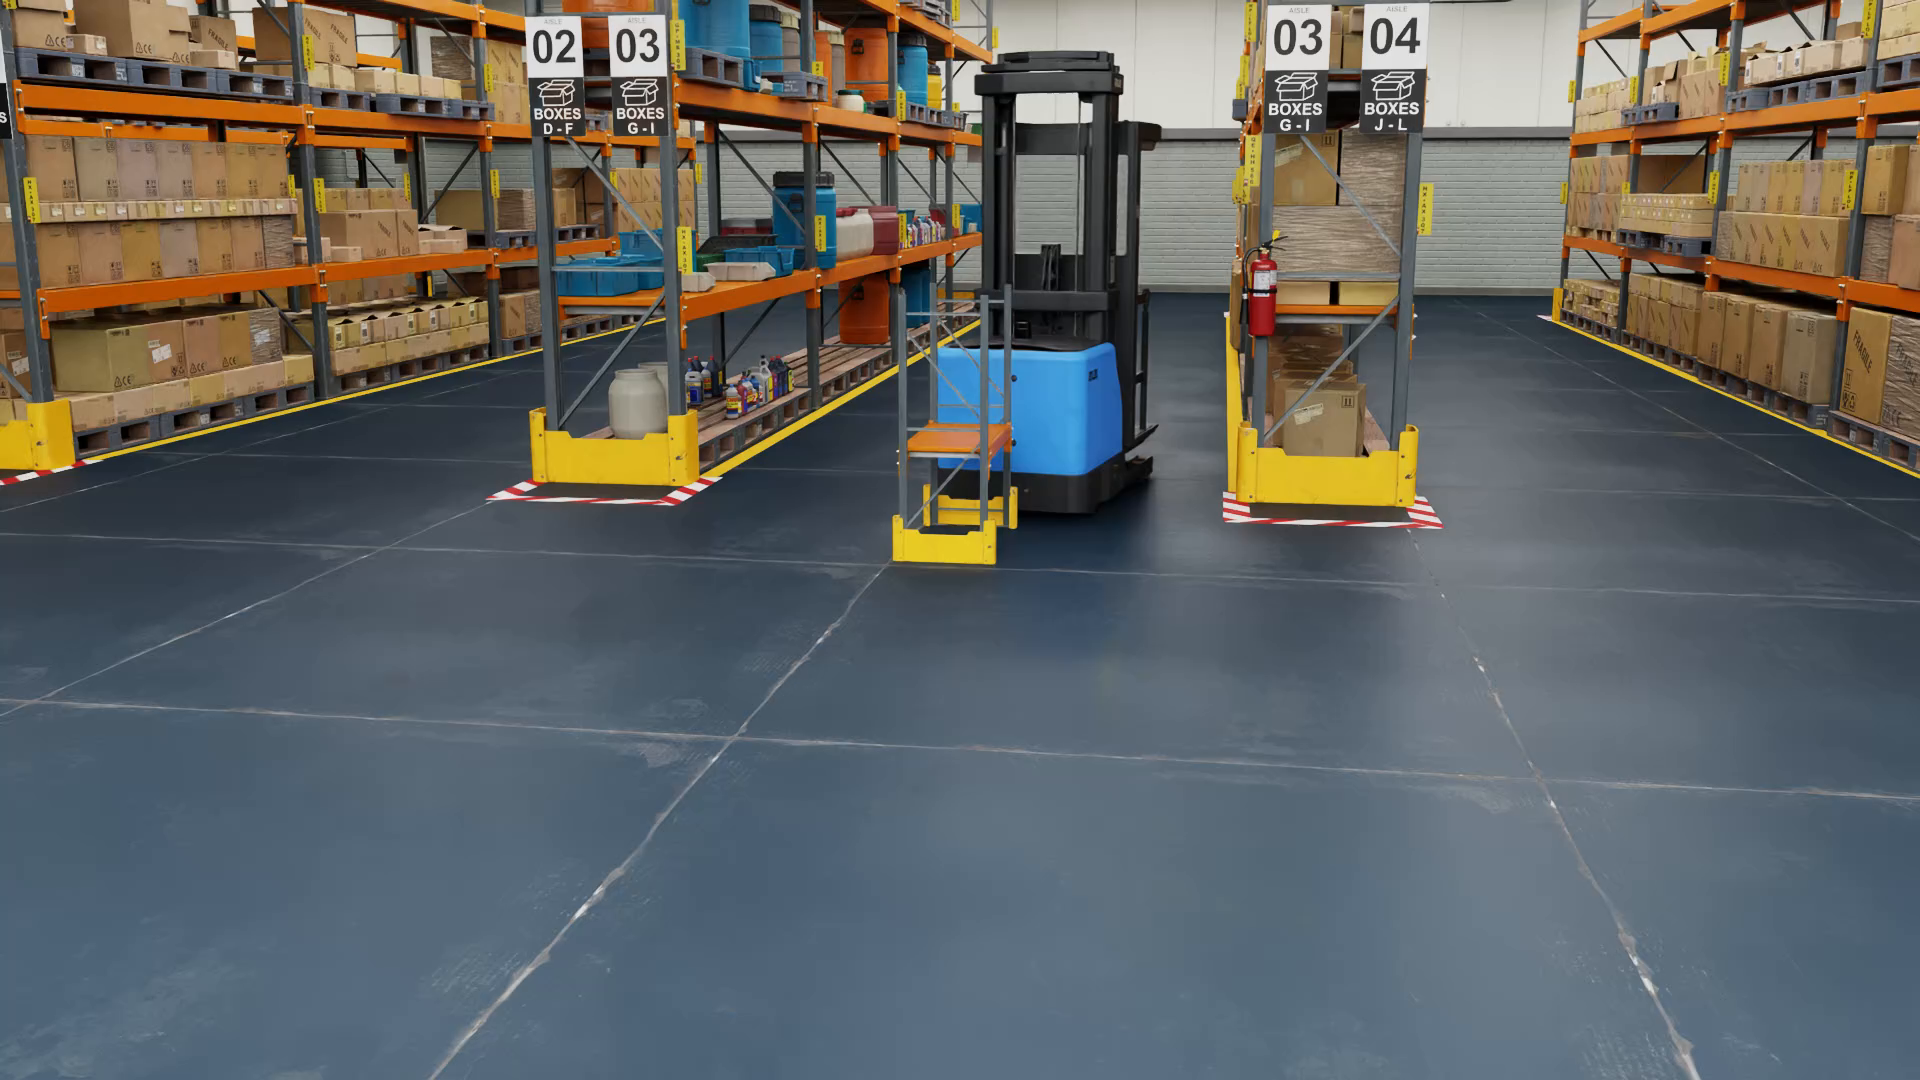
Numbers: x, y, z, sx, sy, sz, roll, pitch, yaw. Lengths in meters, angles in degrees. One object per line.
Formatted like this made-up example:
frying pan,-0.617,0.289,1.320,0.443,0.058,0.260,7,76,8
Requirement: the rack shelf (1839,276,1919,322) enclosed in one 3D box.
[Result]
rack shelf,7.642,-1.605,12.030,1.077,0.370,4.000,2,12,9

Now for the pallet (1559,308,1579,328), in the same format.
pallet,9.623,-3.324,24.918,1.003,0.211,1.213,2,12,9

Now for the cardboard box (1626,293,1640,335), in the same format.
cardboard box,8.804,-2.877,21.159,0.500,0.500,0.500,2,12,11

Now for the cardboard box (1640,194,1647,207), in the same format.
cardboard box,8.506,-4.128,20.216,0.380,0.149,0.250,2,12,8

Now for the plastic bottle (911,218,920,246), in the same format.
plastic bottle,-0.587,-3.926,21.205,0.144,0.351,0.185,2,12,9

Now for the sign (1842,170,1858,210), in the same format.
sign,7.412,-2.916,13.844,0.100,0.325,0.005,2,12,9

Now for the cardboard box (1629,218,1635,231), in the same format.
cardboard box,8.585,-3.944,20.775,0.380,0.149,0.250,2,12,9

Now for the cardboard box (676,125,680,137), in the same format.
cardboard box,-4.785,-6.549,26.496,0.500,0.250,0.500,2,12,9

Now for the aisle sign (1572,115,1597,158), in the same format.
aisle sign,9.510,-6.167,25.319,0.394,0.787,0.004,2,12,9

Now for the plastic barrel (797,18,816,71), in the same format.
plastic barrel,-1.765,-4.812,16.892,0.600,0.901,0.708,2,12,9

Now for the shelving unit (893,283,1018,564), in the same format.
shelving unit,-0.012,-0.717,9.762,0.587,1.500,1.083,2,12,9

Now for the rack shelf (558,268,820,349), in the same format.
rack shelf,-2.138,-1.948,13.618,1.077,0.370,4.000,2,12,9

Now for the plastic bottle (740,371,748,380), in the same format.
plastic bottle,-1.858,-1.322,14.410,0.061,0.283,0.133,2,12,9

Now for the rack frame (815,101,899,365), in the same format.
rack frame,-1.215,-3.548,19.338,1.000,3.000,0.127,2,12,9

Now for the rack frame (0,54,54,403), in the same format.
rack frame,-7.339,-2.044,12.358,1.000,3.000,0.127,2,12,9

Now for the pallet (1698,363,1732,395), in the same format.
pallet,8.369,-1.681,17.293,1.003,0.211,1.213,2,12,9

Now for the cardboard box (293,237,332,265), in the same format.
cardboard box,-6.691,-2.907,16.720,0.500,0.250,0.500,3,12,12

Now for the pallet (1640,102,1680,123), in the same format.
pallet,8.823,-5.072,19.735,1.213,0.211,1.003,2,12,9

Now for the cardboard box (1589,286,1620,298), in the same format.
cardboard box,9.105,-3.498,23.460,0.380,0.149,0.250,1,12,7

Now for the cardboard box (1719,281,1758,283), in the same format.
cardboard box,9.076,-2.900,19.485,0.500,0.250,0.500,2,12,9

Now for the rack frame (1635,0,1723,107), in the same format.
rack frame,9.180,-6.971,20.981,1.000,3.000,0.127,2,12,9

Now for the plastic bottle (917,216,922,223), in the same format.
plastic bottle,-0.560,-4.159,22.291,0.144,0.351,0.185,2,12,9

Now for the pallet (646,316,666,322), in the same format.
pallet,-5.202,-3.576,26.088,1.003,0.211,1.213,2,12,9

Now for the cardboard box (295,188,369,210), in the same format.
cardboard box,-10.070,-5.264,26.589,0.980,0.700,0.700,1,12,6

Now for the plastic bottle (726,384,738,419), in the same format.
plastic bottle,-1.859,-1.132,13.556,0.097,0.271,0.097,0,12,0

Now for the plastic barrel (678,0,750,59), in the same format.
plastic barrel,-2.089,-4.428,14.116,0.600,0.901,0.708,2,12,9

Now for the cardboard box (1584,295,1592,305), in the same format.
cardboard box,9.319,-3.510,24.226,0.380,0.149,0.250,1,12,6

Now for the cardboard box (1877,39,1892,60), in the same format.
cardboard box,7.557,-3.906,13.241,0.380,0.149,0.250,2,12,8

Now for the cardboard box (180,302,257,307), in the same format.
cardboard box,-7.105,-2.018,15.988,0.500,0.500,0.500,2,12,9

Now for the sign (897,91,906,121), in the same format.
sign,-0.670,-4.947,18.957,0.100,0.325,0.005,2,12,9

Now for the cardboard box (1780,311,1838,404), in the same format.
cardboard box,7.956,-1.611,14.692,1.050,0.750,0.750,2,12,8

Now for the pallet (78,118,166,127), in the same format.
pallet,-10.958,-5.379,21.161,1.213,0.211,1.003,2,12,11

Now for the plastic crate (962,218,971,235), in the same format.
plastic crate,-0.047,-4.725,25.054,0.416,0.233,0.300,2,12,9

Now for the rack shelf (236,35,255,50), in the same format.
rack shelf,-10.697,-6.671,22.245,1.077,0.370,4.000,2,12,9

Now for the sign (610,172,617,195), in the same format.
sign,-4.945,-5.091,23.748,0.100,0.325,0.005,2,12,9

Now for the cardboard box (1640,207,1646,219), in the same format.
cardboard box,8.509,-3.981,20.241,0.380,0.149,0.250,2,12,11

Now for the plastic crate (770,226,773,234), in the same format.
plastic crate,-1.968,-2.947,16.588,0.392,0.384,0.575,2,12,9

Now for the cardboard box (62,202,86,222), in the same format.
cardboard box,-7.028,-2.540,12.882,0.380,0.149,0.250,2,12,7

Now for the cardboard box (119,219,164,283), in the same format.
cardboard box,-7.097,-2.402,13.784,0.700,0.500,0.500,2,12,9

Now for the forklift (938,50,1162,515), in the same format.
forklift,0.765,-1.859,11.664,1.130,2.935,3.031,4,13,18

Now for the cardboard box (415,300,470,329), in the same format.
cardboard box,-6.020,-2.619,19.226,0.500,0.311,0.500,2,12,8

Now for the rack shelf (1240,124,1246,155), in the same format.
rack shelf,3.987,-4.919,20.285,1.077,0.370,4.000,2,12,9

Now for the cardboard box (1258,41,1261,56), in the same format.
cardboard box,2.551,-3.867,13.106,0.380,0.149,0.250,2,12,8

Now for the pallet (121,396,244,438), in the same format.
pallet,-7.073,-1.095,14.572,1.003,0.211,1.213,2,12,9

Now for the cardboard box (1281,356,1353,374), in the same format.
cardboard box,2.864,-1.205,13.402,0.500,0.500,0.500,1,12,4

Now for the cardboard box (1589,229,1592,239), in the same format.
cardboard box,9.292,-4.419,23.973,0.380,0.149,0.250,2,12,8

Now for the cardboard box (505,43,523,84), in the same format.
cardboard box,-5.879,-6.016,21.060,0.500,0.500,0.500,2,12,9

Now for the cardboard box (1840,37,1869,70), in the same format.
cardboard box,7.900,-4.173,14.237,0.500,0.250,0.500,2,12,9

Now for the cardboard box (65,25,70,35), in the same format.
cardboard box,-7.423,-3.959,13.151,0.500,0.250,0.500,2,12,9

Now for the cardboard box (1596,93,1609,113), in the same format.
cardboard box,9.225,-6.107,23.260,0.500,0.250,0.500,1,12,7

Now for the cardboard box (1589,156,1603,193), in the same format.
cardboard box,9.215,-5.151,23.456,0.500,0.500,0.500,1,12,7

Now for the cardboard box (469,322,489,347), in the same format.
cardboard box,-5.949,-2.453,19.786,0.500,0.250,0.500,2,12,10
